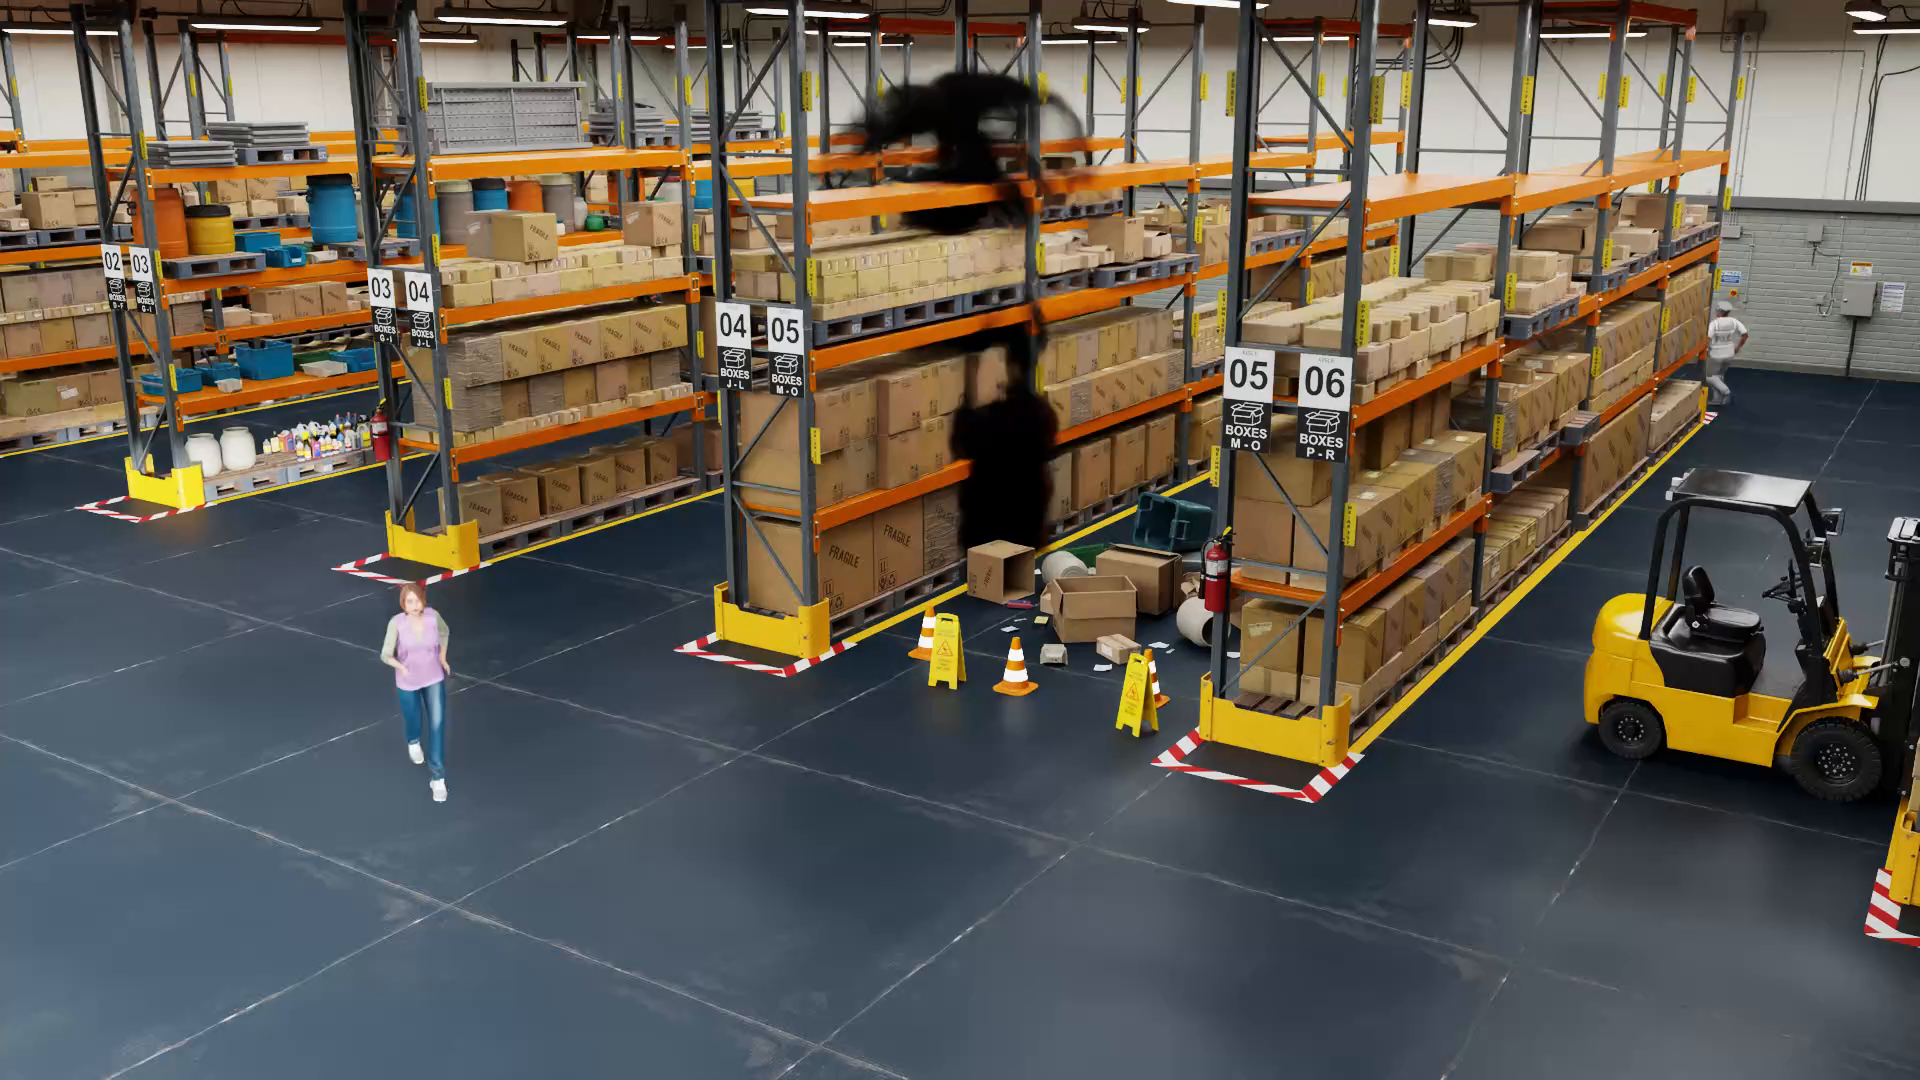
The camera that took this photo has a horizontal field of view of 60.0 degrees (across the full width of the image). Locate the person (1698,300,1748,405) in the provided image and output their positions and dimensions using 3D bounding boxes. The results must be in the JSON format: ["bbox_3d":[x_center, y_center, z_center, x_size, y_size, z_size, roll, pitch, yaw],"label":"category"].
[{"bbox_3d":[12.214,-2.983,26.762,0.716,1.751,0.685,-2,16,-8],"label":"person"}]

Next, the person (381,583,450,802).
[{"bbox_3d":[-4.037,1.070,12.414,0.516,1.596,0.855,-7,17,-23],"label":"person"}]
